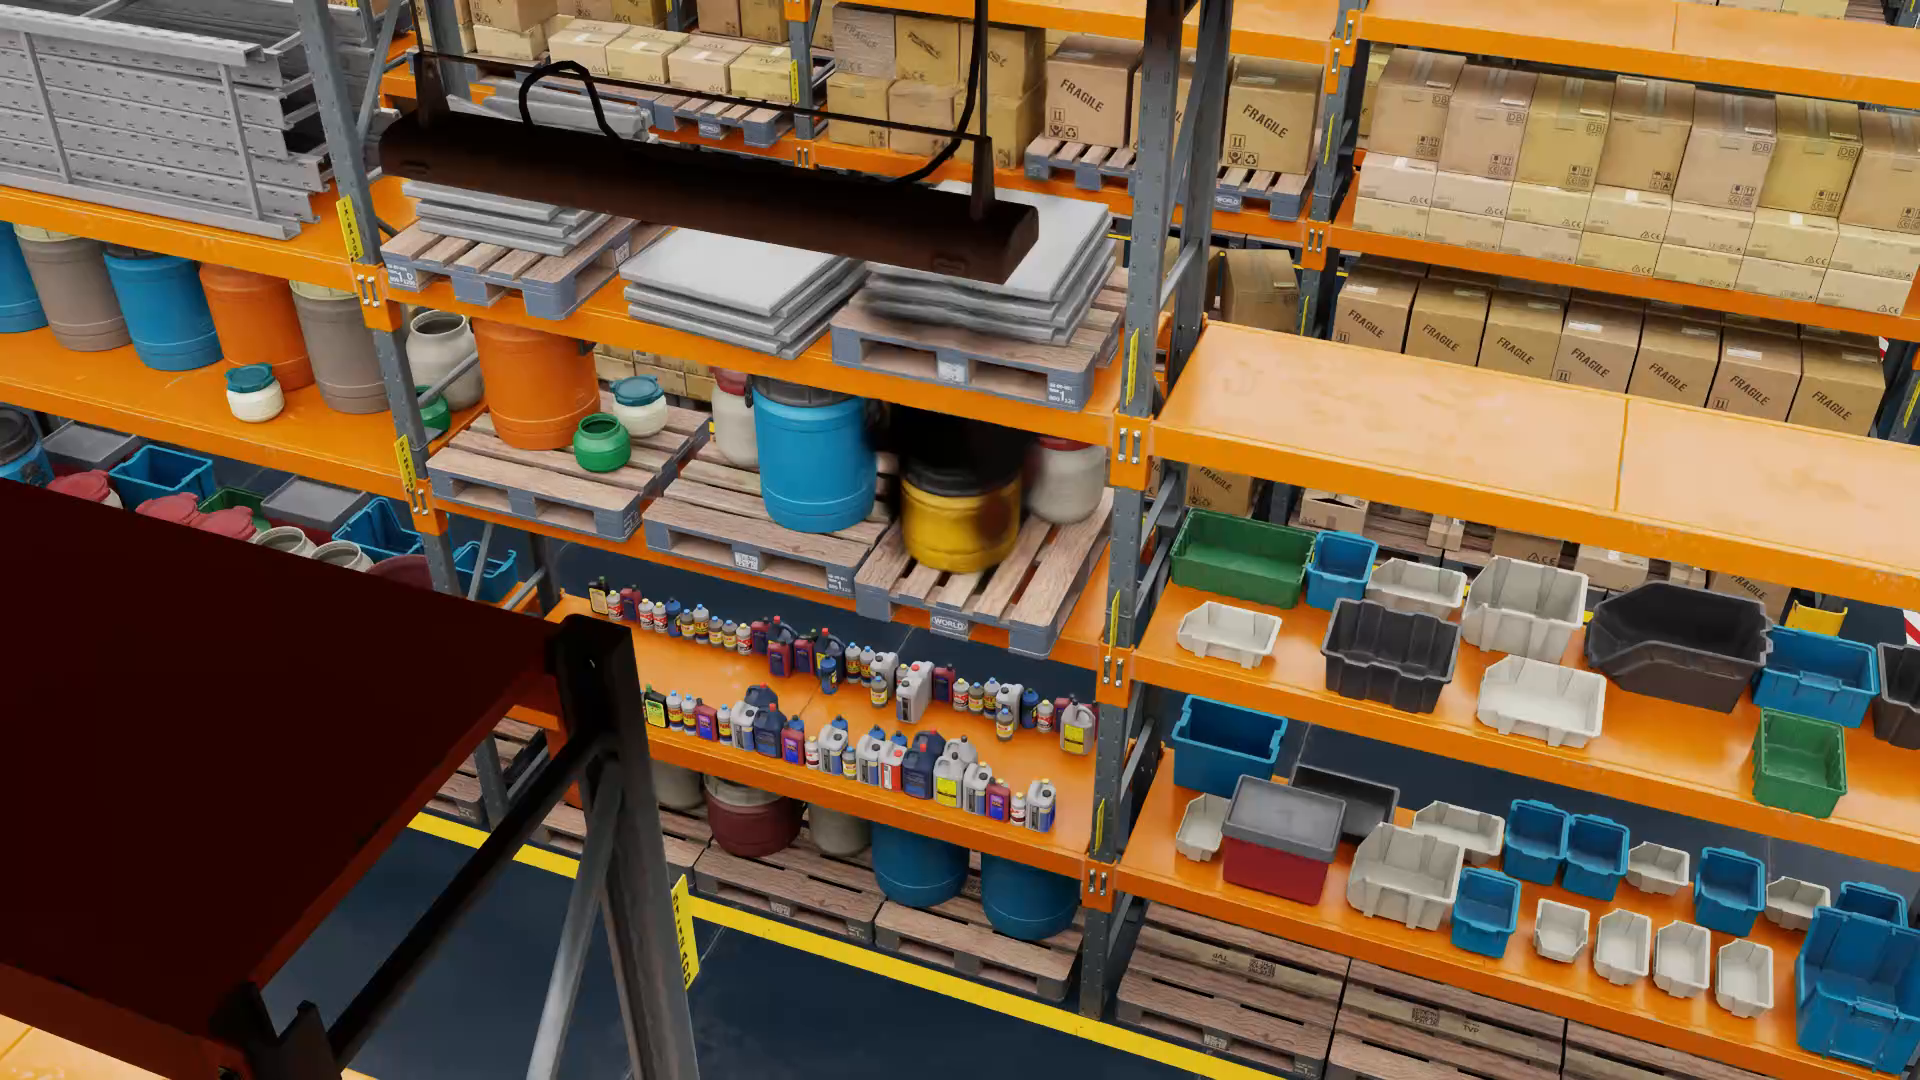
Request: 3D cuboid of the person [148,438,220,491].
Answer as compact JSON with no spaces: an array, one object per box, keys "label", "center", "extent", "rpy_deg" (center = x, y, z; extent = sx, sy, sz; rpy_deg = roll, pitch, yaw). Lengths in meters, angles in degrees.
[{"label":"person","center":[-6.323,-0.916,13.241],"extent":[0.764,1.717,0.550],"rpy_deg":[5,37,7]}]
